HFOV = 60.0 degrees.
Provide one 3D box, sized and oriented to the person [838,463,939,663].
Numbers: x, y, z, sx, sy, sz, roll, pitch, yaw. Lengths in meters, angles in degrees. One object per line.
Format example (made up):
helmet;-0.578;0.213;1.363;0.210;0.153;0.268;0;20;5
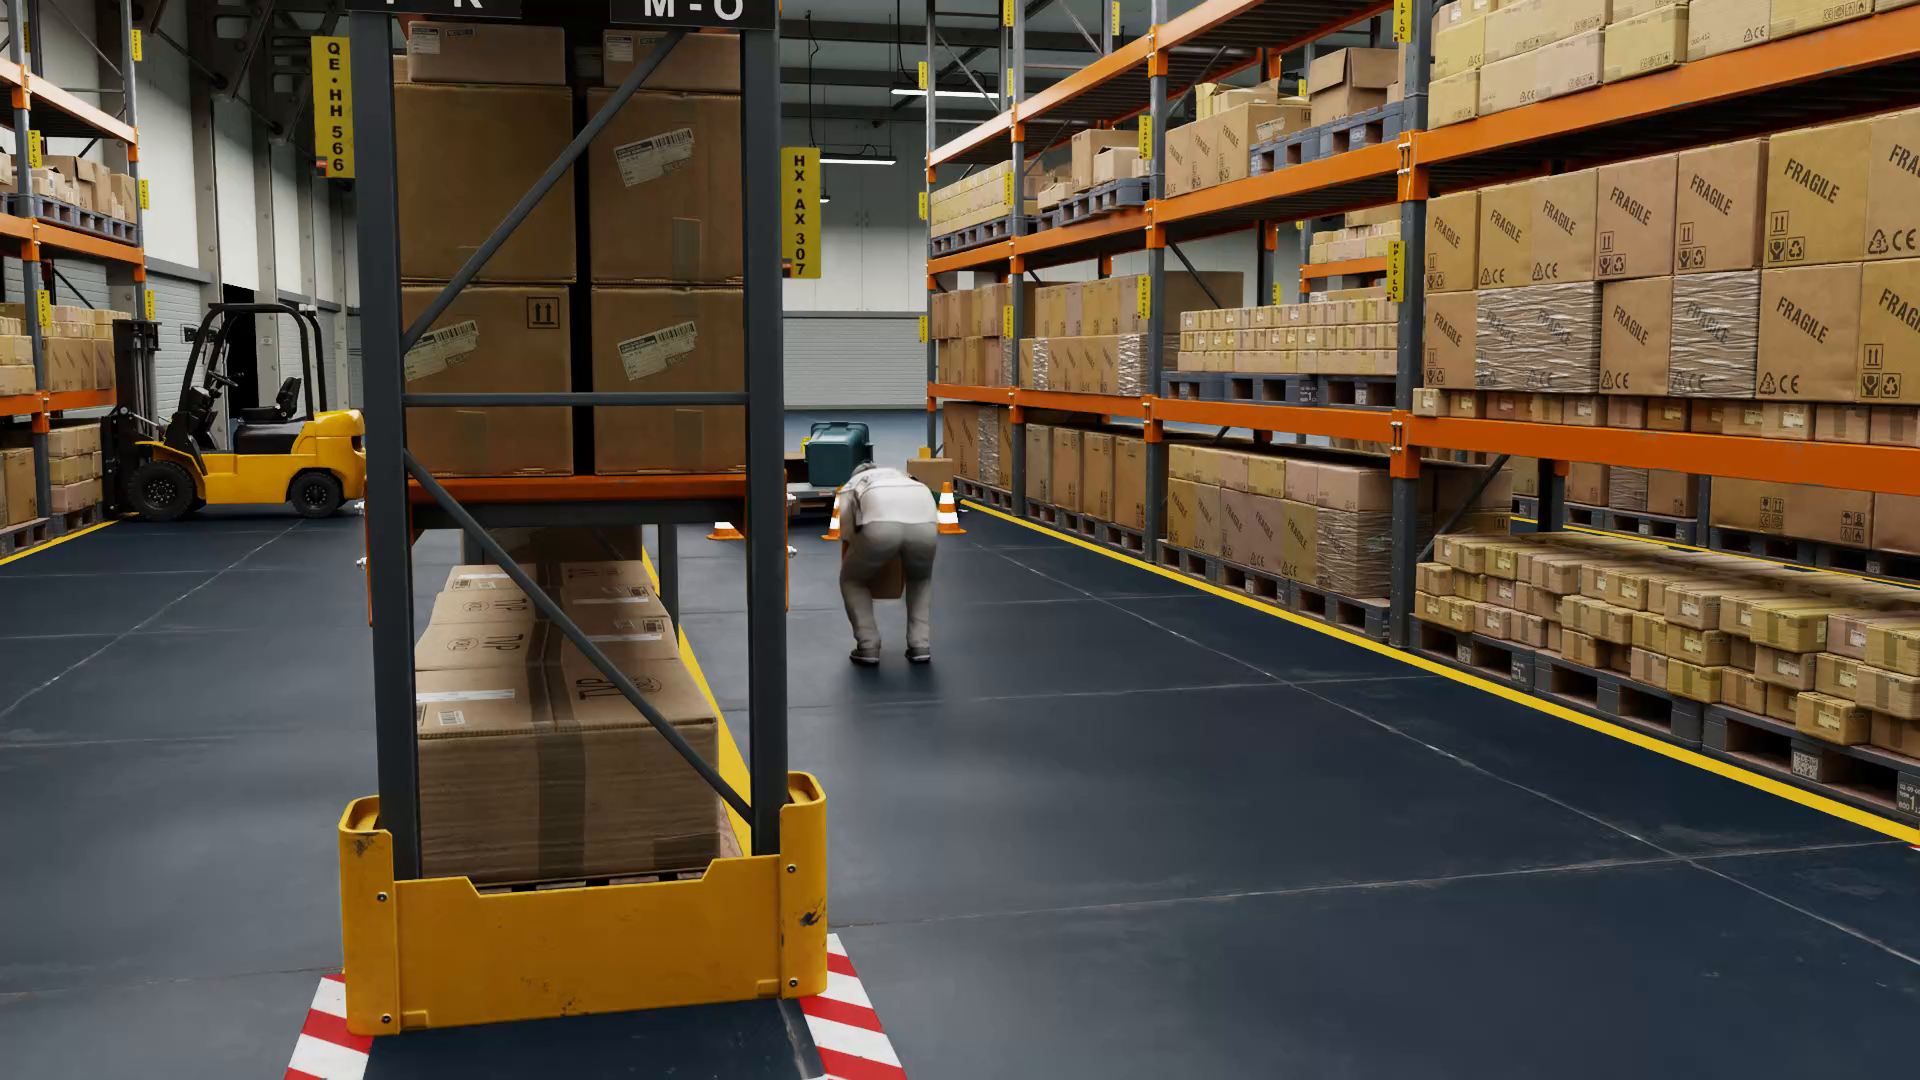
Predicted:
person;-0.412;0.119;9.023;0.512;1.031;0.938;-2;7;-17
